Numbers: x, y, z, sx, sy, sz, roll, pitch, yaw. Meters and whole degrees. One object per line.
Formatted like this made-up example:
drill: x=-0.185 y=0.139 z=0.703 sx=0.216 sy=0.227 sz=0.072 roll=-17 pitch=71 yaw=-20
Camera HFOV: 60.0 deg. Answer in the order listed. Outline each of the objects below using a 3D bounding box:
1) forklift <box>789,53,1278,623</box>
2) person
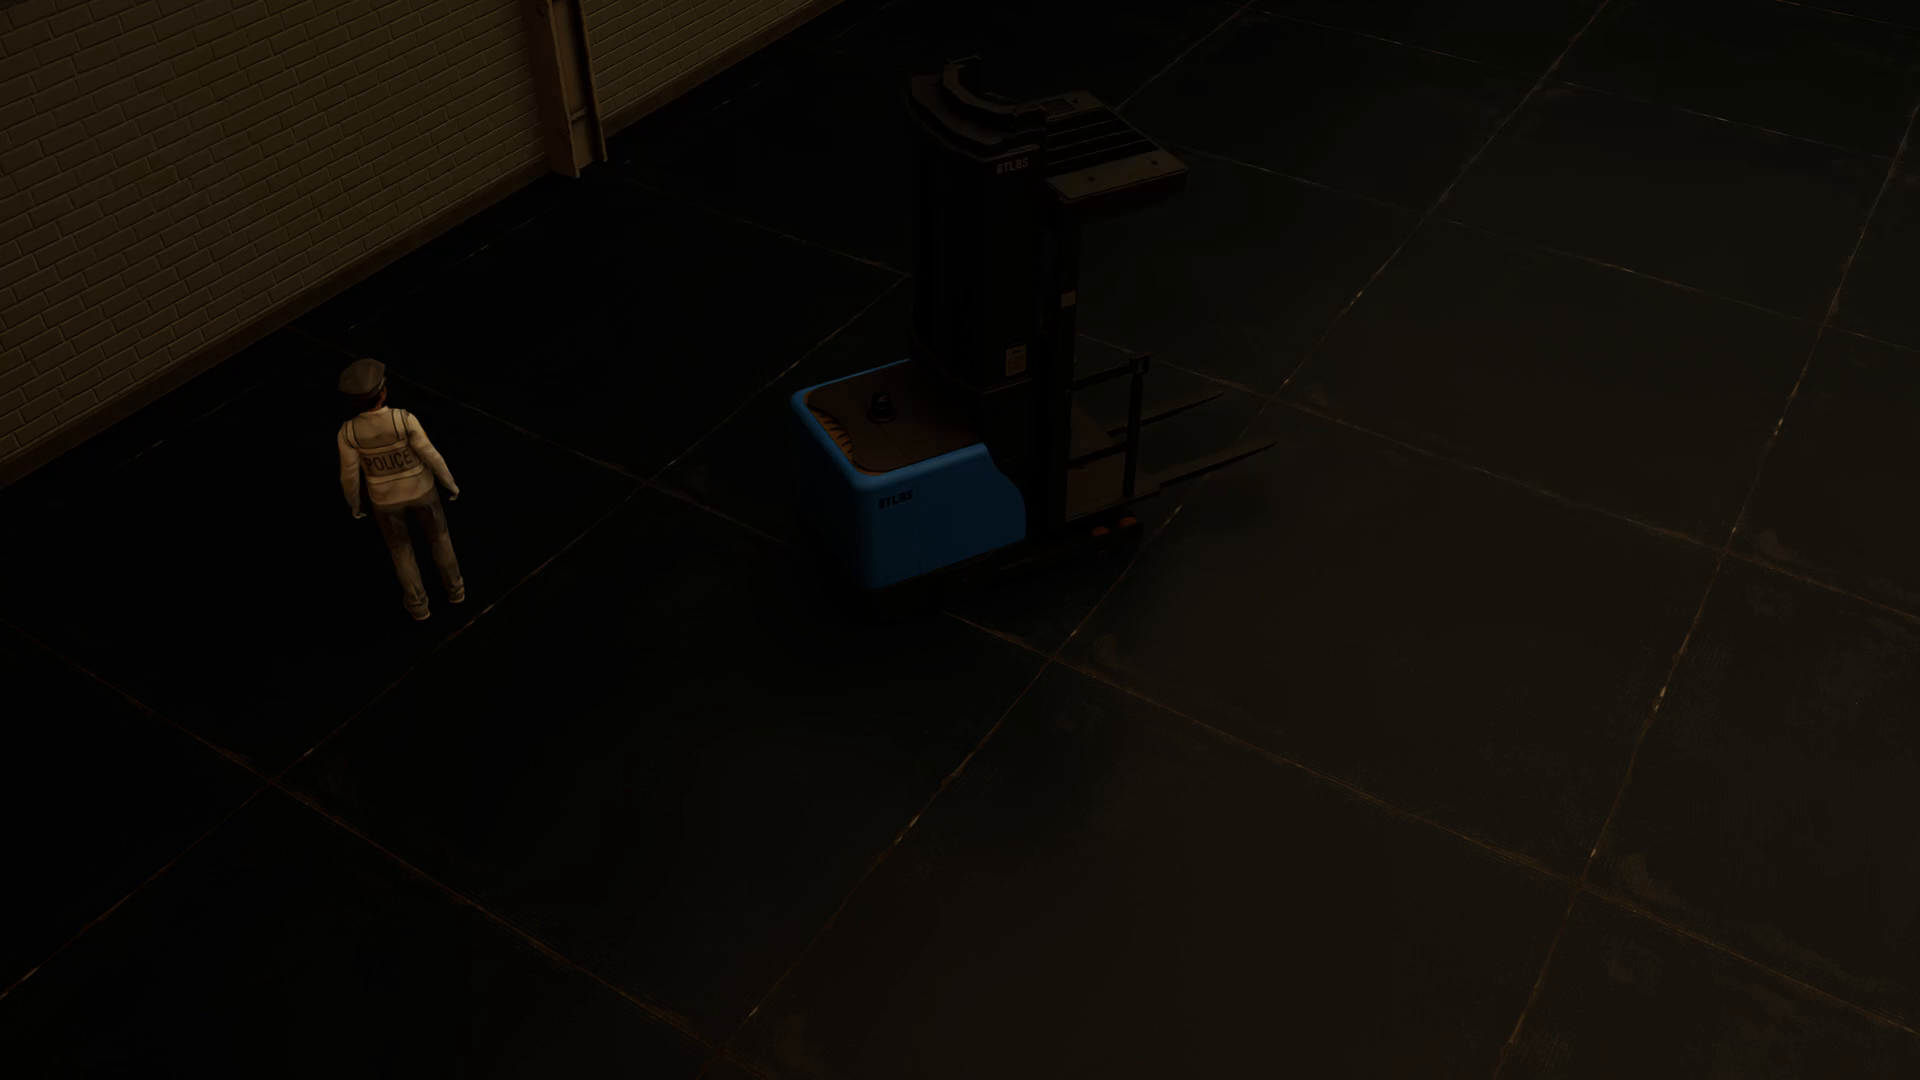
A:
forklift: x=0.546 y=-1.319 z=9.524 sx=3.031 sy=2.935 sz=1.130 roll=-19 pitch=44 yaw=-21
person: x=-3.111 y=-0.279 z=9.271 sx=0.596 sy=1.677 sz=0.381 roll=-13 pitch=42 yaw=-15
